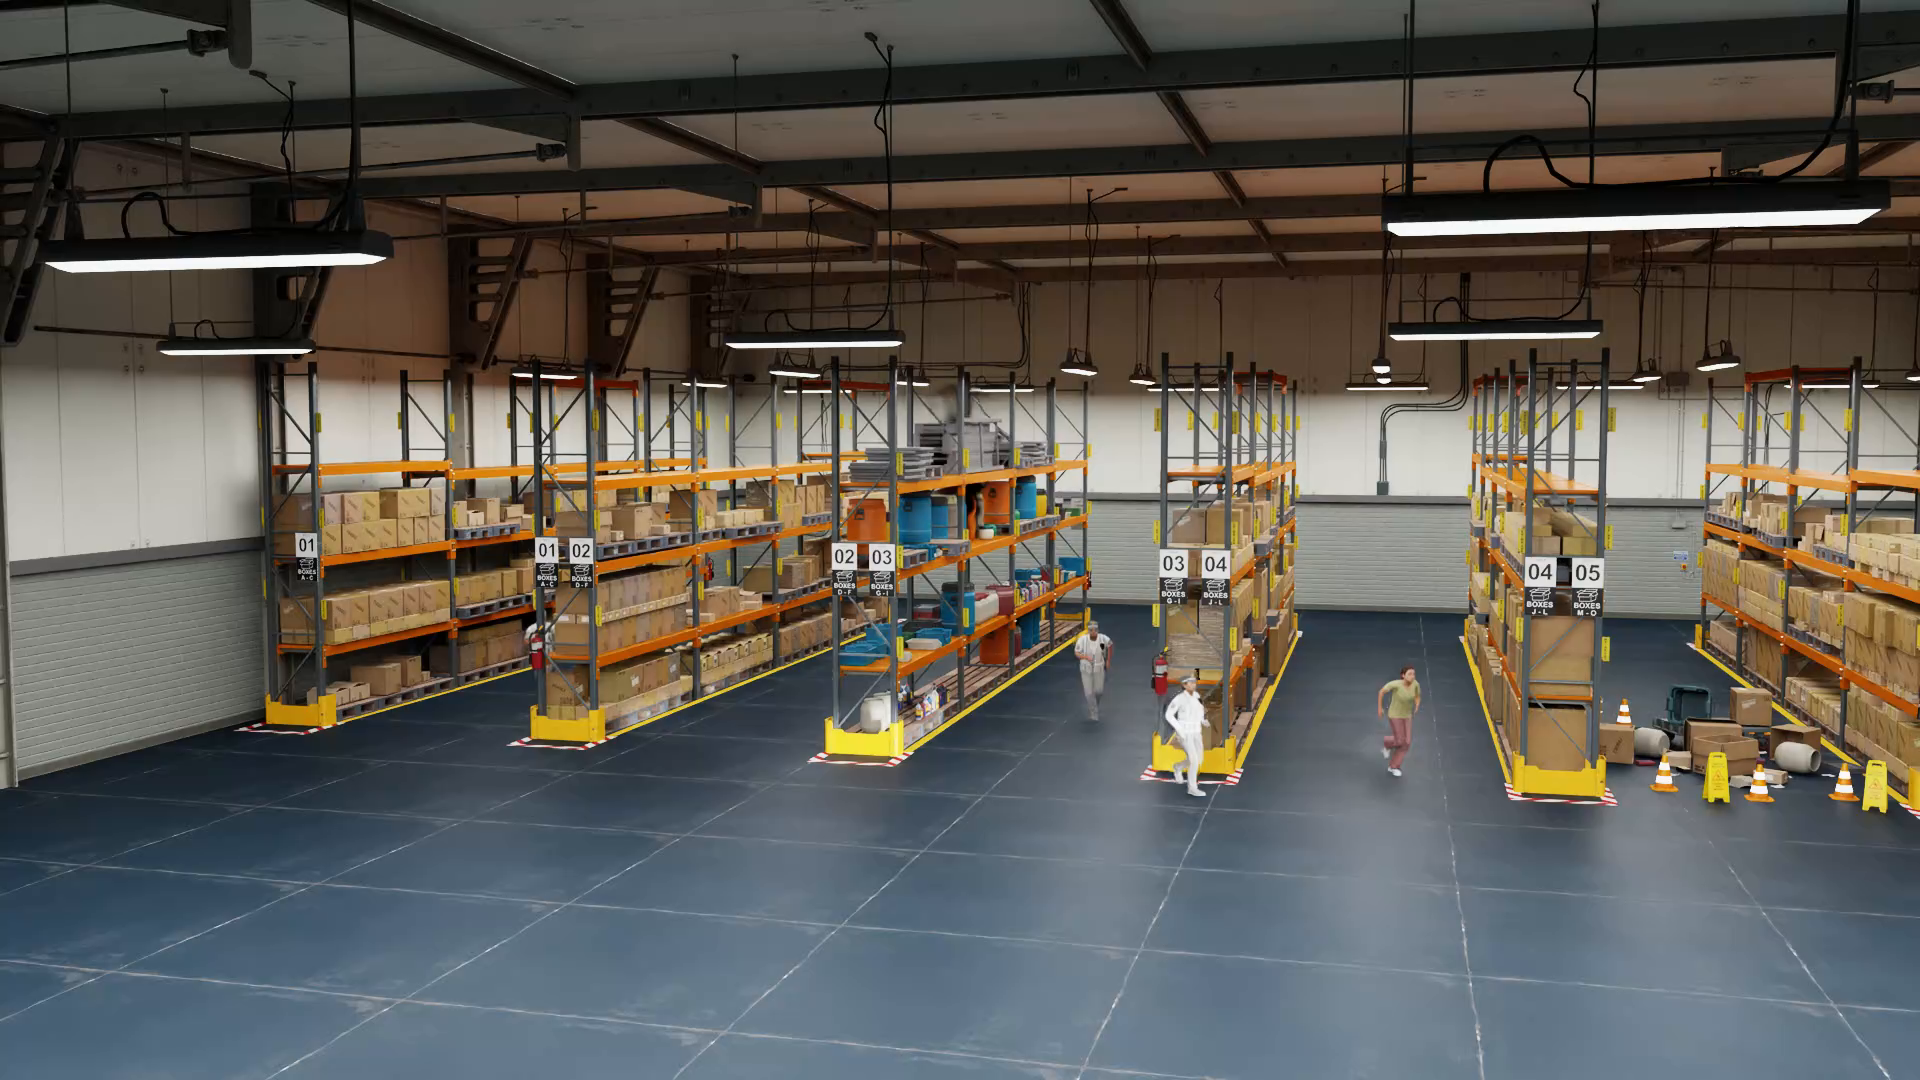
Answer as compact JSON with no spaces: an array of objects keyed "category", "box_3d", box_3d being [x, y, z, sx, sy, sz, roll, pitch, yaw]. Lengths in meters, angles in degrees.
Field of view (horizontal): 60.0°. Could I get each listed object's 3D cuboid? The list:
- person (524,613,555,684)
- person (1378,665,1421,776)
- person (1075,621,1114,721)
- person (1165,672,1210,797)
[{"category":"person","box_3d":[-7.423,2.076,29.535,0.590,1.687,0.909,0,4,-4]},{"category":"person","box_3d":[6.274,2.569,23.745,0.572,1.569,0.692,-1,4,-19]},{"category":"person","box_3d":[2.254,2.199,27.947,0.653,1.713,0.684,0,4,5]},{"category":"person","box_3d":[3.061,2.596,22.404,0.613,1.659,0.659,-3,5,-35]}]
